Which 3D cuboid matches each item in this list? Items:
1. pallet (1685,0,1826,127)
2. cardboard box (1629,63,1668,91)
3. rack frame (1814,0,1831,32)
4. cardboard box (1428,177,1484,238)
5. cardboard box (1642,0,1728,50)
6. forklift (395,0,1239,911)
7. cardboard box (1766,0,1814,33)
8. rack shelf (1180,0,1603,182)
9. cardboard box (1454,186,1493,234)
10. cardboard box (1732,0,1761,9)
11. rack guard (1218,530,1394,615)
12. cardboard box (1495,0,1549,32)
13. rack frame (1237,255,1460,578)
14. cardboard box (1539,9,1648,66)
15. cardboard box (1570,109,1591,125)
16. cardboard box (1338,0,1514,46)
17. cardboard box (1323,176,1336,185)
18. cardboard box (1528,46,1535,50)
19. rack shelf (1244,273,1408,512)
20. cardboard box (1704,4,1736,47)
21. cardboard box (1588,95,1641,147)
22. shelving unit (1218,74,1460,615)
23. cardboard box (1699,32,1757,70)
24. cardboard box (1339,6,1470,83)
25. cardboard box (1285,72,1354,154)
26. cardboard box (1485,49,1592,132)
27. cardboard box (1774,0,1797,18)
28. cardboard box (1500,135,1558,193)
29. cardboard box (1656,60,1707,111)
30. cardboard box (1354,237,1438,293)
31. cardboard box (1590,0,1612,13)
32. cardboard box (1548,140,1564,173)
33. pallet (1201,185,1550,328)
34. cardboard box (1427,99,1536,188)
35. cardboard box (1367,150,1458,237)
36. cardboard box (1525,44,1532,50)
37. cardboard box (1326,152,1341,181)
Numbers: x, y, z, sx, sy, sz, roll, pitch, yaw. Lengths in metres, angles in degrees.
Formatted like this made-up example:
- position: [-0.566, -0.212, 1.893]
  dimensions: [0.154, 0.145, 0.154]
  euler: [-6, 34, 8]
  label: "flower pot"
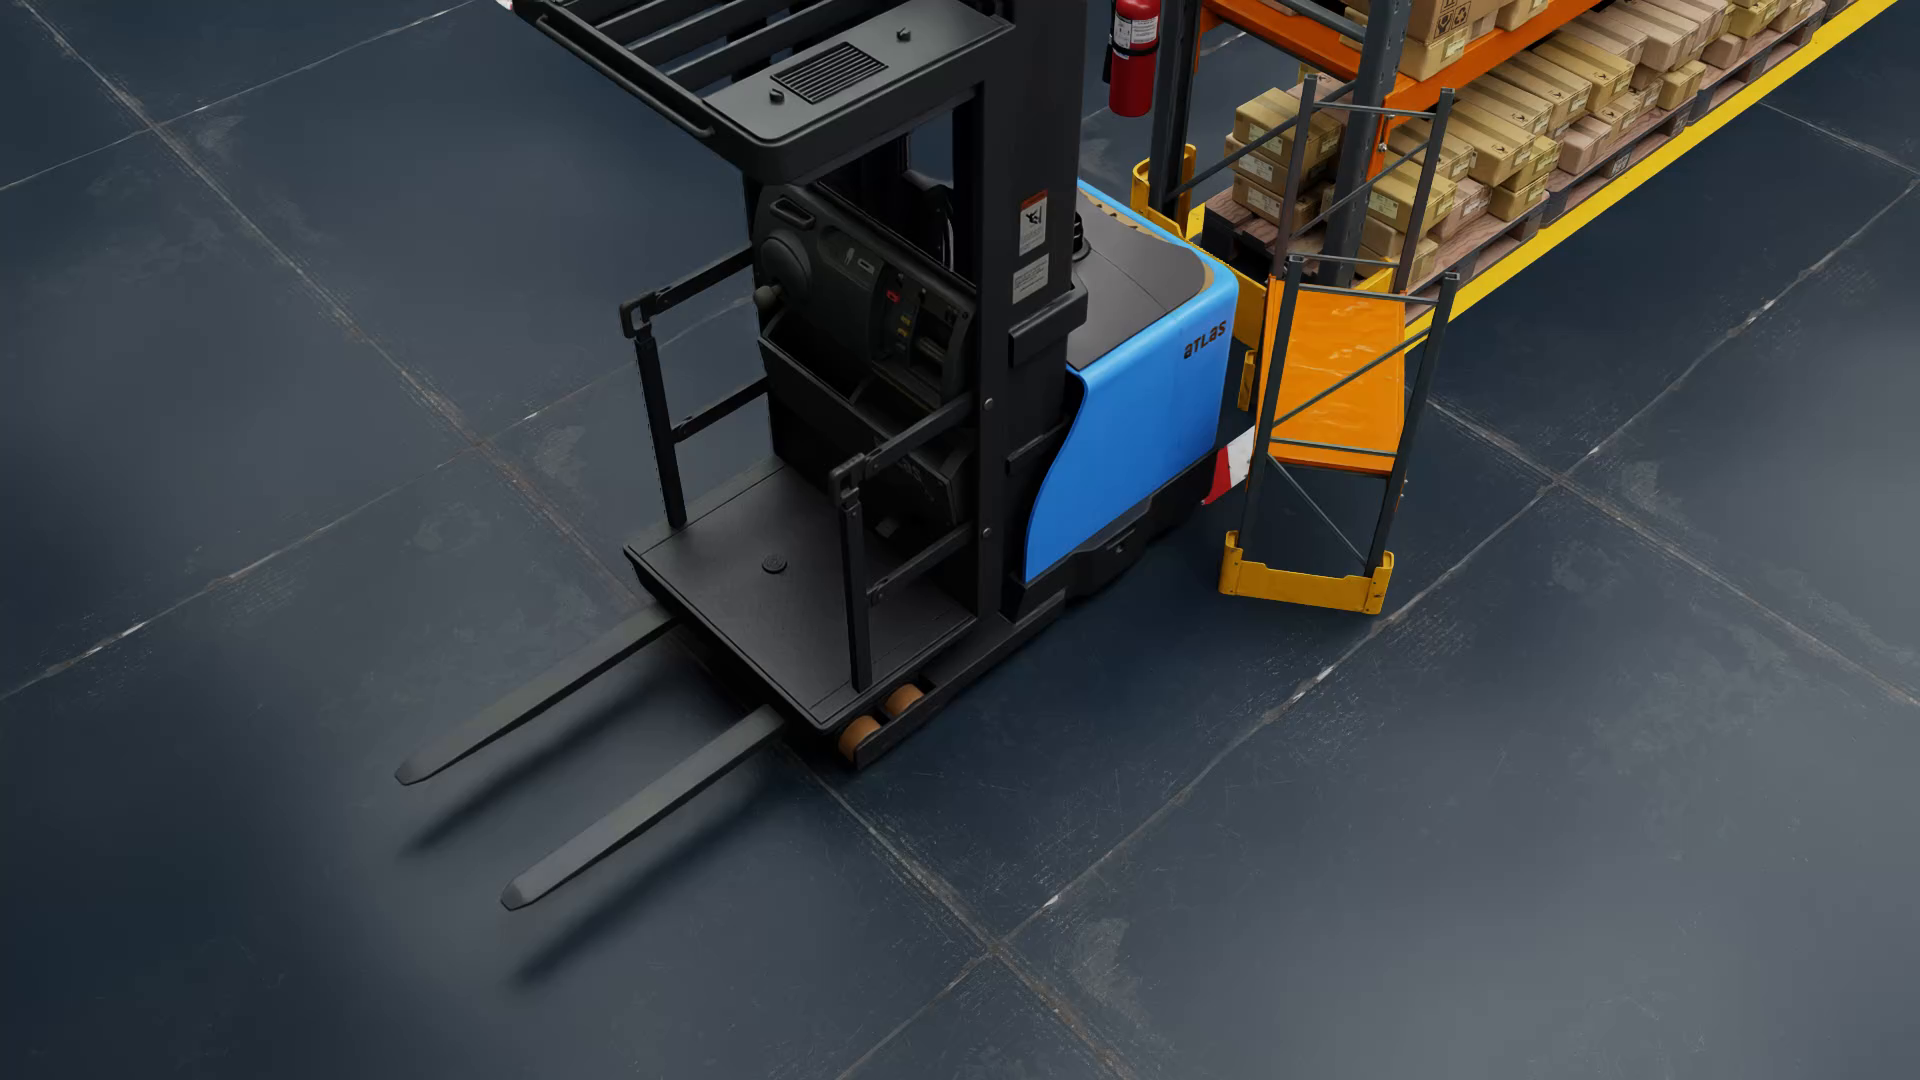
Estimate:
- position: [3.653, -2.644, 8.546]
  dimensions: [1.213, 0.211, 1.003]
  euler: [-34, 56, -27]
  label: "pallet"
- position: [3.090, -2.277, 7.762]
  dimensions: [0.380, 0.149, 0.250]
  euler: [36, 57, 29]
  label: "cardboard box"
- position: [4.126, -3.941, 7.845]
  dimensions: [0.127, 3.000, 1.000]
  euler: [-34, 56, -27]
  label: "rack frame"
- position: [1.967, -1.464, 7.011]
  dimensions: [0.250, 0.149, 0.380]
  euler: [-34, 56, -27]
  label: "cardboard box"
- position: [3.313, -2.456, 7.724]
  dimensions: [0.380, 0.149, 0.250]
  euler: [36, 57, 29]
  label: "cardboard box"
- position: [-0.457, -0.680, 4.884]
  dimensions: [3.031, 2.935, 1.130]
  euler: [-34, 56, -28]
  label: "forklift"
- position: [4.065, -2.737, 8.389]
  dimensions: [0.250, 0.149, 0.380]
  euler: [-33, 55, -27]
  label: "cardboard box"
- position: [2.646, -2.708, 7.197]
  dimensions: [4.000, 0.370, 1.077]
  euler: [-34, 56, -27]
  label: "rack shelf"
- position: [2.087, -1.524, 7.269]
  dimensions: [0.250, 0.149, 0.380]
  euler: [-33, 55, -27]
  label: "cardboard box"
- position: [3.696, -2.726, 7.973]
  dimensions: [0.250, 0.149, 0.380]
  euler: [-34, 56, -27]
  label: "cardboard box"
- position: [1.235, 0.117, 5.972]
  dimensions: [0.587, 0.250, 0.087]
  euler: [8, 48, 7]
  label: "rack guard"
- position: [2.022, -2.112, 6.329]
  dimensions: [0.250, 0.149, 0.380]
  euler: [-35, 56, -28]
  label: "cardboard box"
- position: [1.235, -0.305, 5.511]
  dimensions: [0.500, 1.500, 0.032]
  euler: [8, 48, 7]
  label: "rack frame"
- position: [2.865, -2.253, 7.537]
  dimensions: [0.250, 0.149, 0.380]
  euler: [-34, 56, -27]
  label: "cardboard box"
- position: [2.657, -2.040, 7.543]
  dimensions: [0.250, 0.149, 0.380]
  euler: [-31, 54, -25]
  label: "cardboard box"
- position: [1.684, -2.170, 5.940]
  dimensions: [0.500, 0.500, 0.500]
  euler: [-31, 55, -26]
  label: "cardboard box"
- position: [1.538, -1.695, 7.427]
  dimensions: [0.250, 0.149, 0.380]
  euler: [-32, 55, -26]
  label: "cardboard box"
- position: [2.708, -2.448, 8.121]
  dimensions: [0.250, 0.149, 0.380]
  euler: [-35, 56, -28]
  label: "cardboard box"
- position: [1.329, -0.551, 5.982]
  dimensions: [0.538, 0.185, 1.000]
  euler: [8, 48, 7]
  label: "rack shelf"
- position: [3.477, -2.535, 8.000]
  dimensions: [0.250, 0.149, 0.380]
  euler: [-33, 55, -27]
  label: "cardboard box"
- position: [2.905, -1.996, 7.705]
  dimensions: [0.250, 0.149, 0.380]
  euler: [-34, 56, -27]
  label: "cardboard box"
- position: [1.327, -0.666, 5.844]
  dimensions: [0.587, 1.500, 1.083]
  euler: [8, 48, 7]
  label: "shelving unit"
- position: [3.664, -2.489, 8.159]
  dimensions: [0.250, 0.149, 0.380]
  euler: [-36, 57, -28]
  label: "cardboard box"
- position: [1.626, -1.860, 6.096]
  dimensions: [0.250, 0.149, 0.380]
  euler: [-34, 56, -27]
  label: "cardboard box"
- position: [1.612, -1.833, 7.150]
  dimensions: [0.250, 0.149, 0.380]
  euler: [-33, 55, -26]
  label: "cardboard box"
- position: [2.517, -1.971, 7.277]
  dimensions: [0.250, 0.149, 0.380]
  euler: [-32, 55, -26]
  label: "cardboard box"
- position: [3.915, -2.748, 8.196]
  dimensions: [0.380, 0.149, 0.250]
  euler: [36, 57, 29]
  label: "cardboard box"
- position: [2.352, -1.701, 7.230]
  dimensions: [0.250, 0.149, 0.380]
  euler: [-32, 55, -26]
  label: "cardboard box"
- position: [3.299, -2.225, 7.917]
  dimensions: [0.250, 0.149, 0.380]
  euler: [-34, 56, -27]
  label: "cardboard box"
- position: [1.769, -1.224, 6.992]
  dimensions: [0.250, 0.149, 0.380]
  euler: [-33, 55, -26]
  label: "cardboard box"
- position: [2.938, -2.643, 8.099]
  dimensions: [0.250, 0.149, 0.380]
  euler: [-31, 55, -26]
  label: "cardboard box"
- position: [2.474, -1.769, 7.495]
  dimensions: [0.250, 0.149, 0.380]
  euler: [-34, 56, -27]
  label: "cardboard box"
- position: [1.847, -1.437, 7.433]
  dimensions: [1.213, 0.211, 1.003]
  euler: [-34, 56, -27]
  label: "pallet"
- position: [2.178, -1.671, 7.000]
  dimensions: [0.250, 0.149, 0.380]
  euler: [-34, 56, -27]
  label: "cardboard box"
- position: [1.782, -1.415, 6.764]
  dimensions: [0.250, 0.149, 0.380]
  euler: [-36, 57, -29]
  label: "cardboard box"
- position: [2.510, -2.445, 7.916]
  dimensions: [0.250, 0.149, 0.380]
  euler: [-33, 55, -27]
  label: "cardboard box"
- position: [1.594, -1.756, 7.281]
  dimensions: [0.250, 0.149, 0.380]
  euler: [-35, 56, -28]
  label: "cardboard box"
